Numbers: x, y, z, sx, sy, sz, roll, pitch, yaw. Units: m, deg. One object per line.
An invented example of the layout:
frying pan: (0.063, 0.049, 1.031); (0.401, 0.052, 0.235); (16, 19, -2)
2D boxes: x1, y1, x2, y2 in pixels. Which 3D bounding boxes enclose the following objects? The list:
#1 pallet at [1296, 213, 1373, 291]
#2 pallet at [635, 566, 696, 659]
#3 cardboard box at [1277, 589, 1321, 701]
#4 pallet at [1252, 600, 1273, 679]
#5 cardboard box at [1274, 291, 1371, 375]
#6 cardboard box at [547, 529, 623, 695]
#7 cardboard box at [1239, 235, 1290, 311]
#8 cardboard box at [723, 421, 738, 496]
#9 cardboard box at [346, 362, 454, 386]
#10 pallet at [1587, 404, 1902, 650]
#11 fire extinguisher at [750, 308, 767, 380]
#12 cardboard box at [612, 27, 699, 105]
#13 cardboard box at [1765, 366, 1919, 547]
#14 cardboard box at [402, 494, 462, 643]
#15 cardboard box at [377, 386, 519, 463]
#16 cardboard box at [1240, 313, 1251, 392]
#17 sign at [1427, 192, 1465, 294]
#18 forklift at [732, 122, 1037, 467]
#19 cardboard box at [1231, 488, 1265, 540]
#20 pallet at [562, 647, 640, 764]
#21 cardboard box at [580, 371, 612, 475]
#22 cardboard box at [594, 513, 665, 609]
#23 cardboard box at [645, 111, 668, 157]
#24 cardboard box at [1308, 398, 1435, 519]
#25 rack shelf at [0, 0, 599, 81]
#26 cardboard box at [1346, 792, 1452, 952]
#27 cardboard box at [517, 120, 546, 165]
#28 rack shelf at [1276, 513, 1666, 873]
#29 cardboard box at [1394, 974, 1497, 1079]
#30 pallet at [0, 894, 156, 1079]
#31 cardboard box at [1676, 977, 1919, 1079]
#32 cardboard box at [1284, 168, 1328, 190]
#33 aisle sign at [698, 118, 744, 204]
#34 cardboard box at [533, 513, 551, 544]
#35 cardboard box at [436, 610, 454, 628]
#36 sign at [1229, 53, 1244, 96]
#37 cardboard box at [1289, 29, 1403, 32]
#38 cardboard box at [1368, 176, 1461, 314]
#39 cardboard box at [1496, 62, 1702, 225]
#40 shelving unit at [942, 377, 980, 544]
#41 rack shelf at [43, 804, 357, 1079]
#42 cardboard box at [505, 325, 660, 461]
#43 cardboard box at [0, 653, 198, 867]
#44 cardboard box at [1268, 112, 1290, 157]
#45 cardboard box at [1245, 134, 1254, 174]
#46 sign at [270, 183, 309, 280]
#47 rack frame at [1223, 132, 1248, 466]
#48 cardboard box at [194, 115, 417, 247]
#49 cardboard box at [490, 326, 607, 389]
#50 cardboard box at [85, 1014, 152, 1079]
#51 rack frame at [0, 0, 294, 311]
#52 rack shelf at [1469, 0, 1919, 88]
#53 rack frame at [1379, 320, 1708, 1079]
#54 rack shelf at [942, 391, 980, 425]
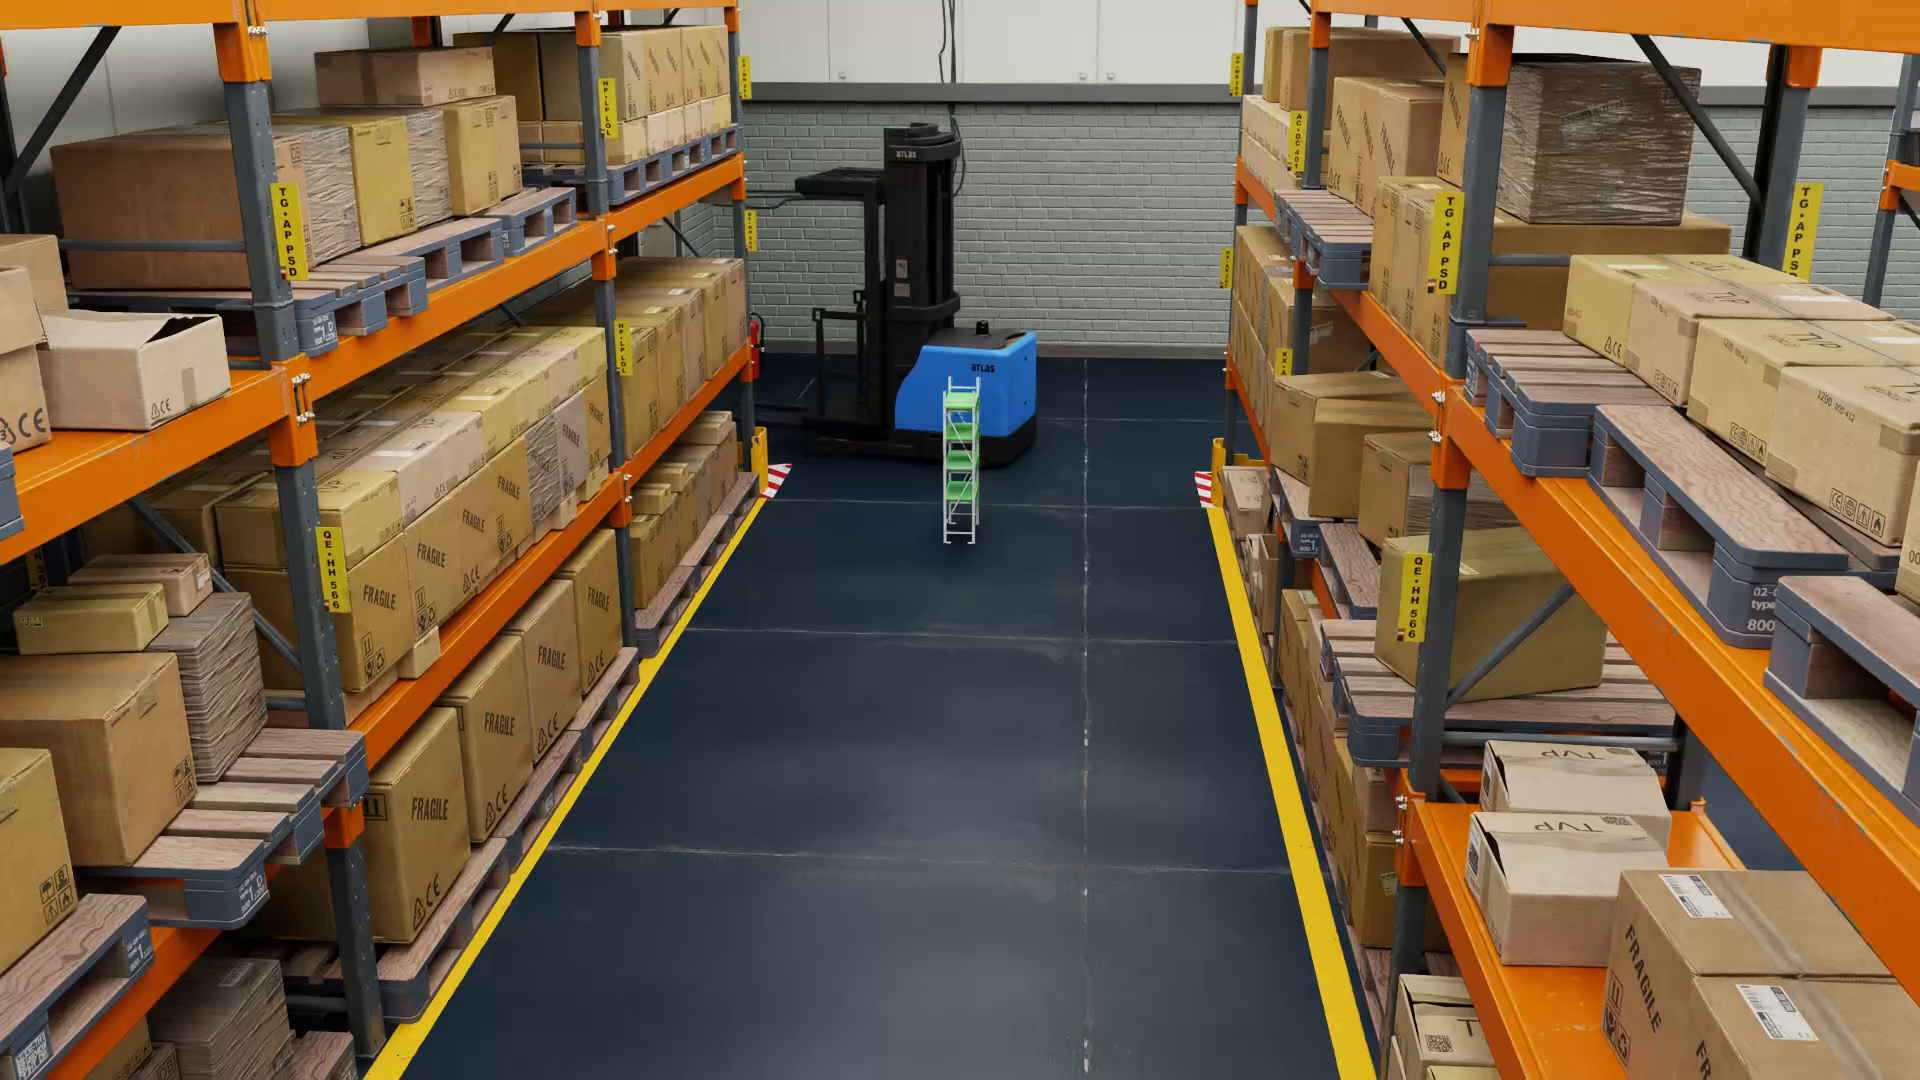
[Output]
pallet: (2.218, -1.333, 7.658); (1.213, 0.211, 1.003); (1, 18, 4)
pallet: (-2.403, 0.462, 11.176); (1.003, 0.211, 1.213); (1, 18, 4)
cardboard box: (2.128, 0.604, 9.571); (0.500, 0.500, 0.500); (0, 18, 1)
pallet: (2.456, 0.592, 10.777); (1.003, 0.211, 1.213); (1, 18, 4)
cardboard box: (2.184, -1.205, 10.018); (0.500, 0.500, 0.500); (1, 18, 4)
cardboard box: (-2.452, 0.398, 9.670); (0.750, 0.750, 0.750); (1, 18, 5)
cardboard box: (2.368, -1.990, 12.413); (0.500, 0.500, 0.500); (1, 18, 4)
cardboard box: (-2.199, -0.664, 13.471); (0.700, 0.500, 0.500); (1, 18, 4)
cardboard box: (-2.890, -0.728, 8.454); (0.500, 0.250, 0.500); (1, 18, 2)
pallet: (2.083, -0.053, 3.753); (1.003, 0.211, 1.213); (2, 18, 6)
fire extinguisher: (-1.777, -1.694, 13.999); (0.296, 0.674, 0.183); (1, 18, 4)
cardboard box: (-2.104, -3.278, 11.495); (0.500, 0.500, 0.500); (0, 18, 1)
cardboard box: (2.031, -0.181, 3.408); (0.500, 0.250, 0.500); (0, 18, -1)
cardboard box: (-2.485, 0.107, 7.108); (0.500, 0.500, 0.500); (2, 18, 6)
cardboard box: (-2.432, -0.558, 7.934); (0.500, 0.250, 0.500); (1, 18, 3)
cardboard box: (2.327, -1.361, 12.100); (0.500, 0.500, 0.500); (1, 18, 4)
sign: (1.578, -0.961, 5.392); (0.100, 0.325, 0.005); (1, 18, 4)
forklift: (-0.857, -2.302, 15.241); (3.031, 2.935, 1.130); (6, 19, 17)
cardboard box: (2.299, -0.191, 12.399); (0.500, 0.250, 0.500); (1, 18, 4)
pallet: (-2.515, 0.937, 9.724); (1.003, 0.211, 1.213); (1, 18, 4)
cardboard box: (-2.317, -0.679, 9.506); (0.500, 0.500, 0.500); (1, 18, 3)
cardboard box: (-2.379, 0.129, 11.052); (0.700, 0.500, 0.500); (2, 18, 5)
cardboard box: (-2.172, -2.597, 10.620); (0.500, 0.250, 0.500); (1, 18, 3)
cardboard box: (2.163, -0.410, 8.521); (0.700, 0.500, 0.500); (4, 19, 13)
rack shelf: (-2.678, -2.327, 7.370); (1.077, 0.370, 4.000); (1, 18, 4)
cardboard box: (1.952, 1.406, 7.124); (0.500, 0.500, 0.500); (2, 18, 6)
cardboard box: (-2.720, -2.448, 10.166); (0.500, 0.250, 0.500); (1, 18, 4)
rack shelf: (2.263, 0.443, 7.908); (1.077, 0.370, 4.000); (1, 18, 4)
cardboard box: (1.789, 1.719, 5.700); (0.500, 0.311, 0.500); (2, 18, 6)
pallet: (-2.923, 1.320, 4.385); (1.003, 0.211, 1.213); (1, 18, 4)
cardboard box: (1.978, 1.360, 3.795); (0.500, 0.500, 0.500); (1, 18, 4)
cardboard box: (2.176, -2.031, 9.727); (0.500, 0.250, 0.500); (1, 18, 4)
aisle sign: (-1.944, -3.123, 13.460); (0.394, 0.787, 0.004); (1, 18, 4)
cardboard box: (-2.379, -0.092, 8.757); (0.380, 0.149, 0.250); (1, 18, 4)
cardboard box: (-2.532, 0.306, 7.545); (0.380, 0.149, 0.250); (2, 18, 5)
sign: (2.152, -3.615, 12.917); (0.100, 0.325, 0.005); (1, 18, 4)
cardboard box: (2.623, -3.239, 11.408); (0.700, 0.500, 0.500); (1, 18, 4)
cardboard box: (2.191, -1.207, 6.810); (0.910, 0.500, 0.500); (1, 18, 4)
cardboard box: (2.157, -1.361, 5.675); (0.500, 0.500, 0.500); (1, 18, 4)
shelving unit: (0.012, -0.622, 12.893); (0.258, 1.200, 0.503); (1, 18, 4)
rack shelf: (-2.965, 1.576, 4.451); (1.077, 0.370, 4.000); (1, 18, 4)
cardboard box: (-2.480, -0.940, 10.492); (0.980, 0.700, 0.700); (2, 18, 5)
cardboard box: (-2.859, 0.677, 5.173); (0.700, 0.500, 0.500); (0, 18, -1)
cardboard box: (2.247, -2.579, 10.597); (0.500, 0.250, 0.500); (1, 18, 4)
cardboard box: (2.354, -2.807, 12.097); (0.500, 0.250, 0.500); (1, 18, 4)
sign: (-2.281, -1.045, 5.648); (0.100, 0.325, 0.005); (1, 18, 4)
rack frame: (2.693, -1.762, 13.483); (1.000, 3.000, 0.127); (1, 18, 4)
cardboard box: (-2.806, -1.558, 7.176); (0.700, 0.500, 0.500); (2, 18, 7)
cardboard box: (-2.313, -1.033, 9.384); (0.500, 0.250, 0.500); (2, 18, 5)
cardboard box: (-2.925, 1.636, 5.217); (0.500, 0.250, 0.500); (2, 18, 5)
rack frame: (-2.822, -2.238, 5.300); (1.000, 3.000, 0.127); (1, 18, 4)
rack shelf: (1.976, -0.975, 3.245); (1.077, 0.370, 4.000); (1, 18, 4)
rack frame: (2.119, 0.723, 5.901); (1.000, 3.000, 0.127); (1, 18, 4)
rack shelf: (0.012, -1.017, 12.764); (0.258, 0.148, 0.480); (1, 18, 4)
